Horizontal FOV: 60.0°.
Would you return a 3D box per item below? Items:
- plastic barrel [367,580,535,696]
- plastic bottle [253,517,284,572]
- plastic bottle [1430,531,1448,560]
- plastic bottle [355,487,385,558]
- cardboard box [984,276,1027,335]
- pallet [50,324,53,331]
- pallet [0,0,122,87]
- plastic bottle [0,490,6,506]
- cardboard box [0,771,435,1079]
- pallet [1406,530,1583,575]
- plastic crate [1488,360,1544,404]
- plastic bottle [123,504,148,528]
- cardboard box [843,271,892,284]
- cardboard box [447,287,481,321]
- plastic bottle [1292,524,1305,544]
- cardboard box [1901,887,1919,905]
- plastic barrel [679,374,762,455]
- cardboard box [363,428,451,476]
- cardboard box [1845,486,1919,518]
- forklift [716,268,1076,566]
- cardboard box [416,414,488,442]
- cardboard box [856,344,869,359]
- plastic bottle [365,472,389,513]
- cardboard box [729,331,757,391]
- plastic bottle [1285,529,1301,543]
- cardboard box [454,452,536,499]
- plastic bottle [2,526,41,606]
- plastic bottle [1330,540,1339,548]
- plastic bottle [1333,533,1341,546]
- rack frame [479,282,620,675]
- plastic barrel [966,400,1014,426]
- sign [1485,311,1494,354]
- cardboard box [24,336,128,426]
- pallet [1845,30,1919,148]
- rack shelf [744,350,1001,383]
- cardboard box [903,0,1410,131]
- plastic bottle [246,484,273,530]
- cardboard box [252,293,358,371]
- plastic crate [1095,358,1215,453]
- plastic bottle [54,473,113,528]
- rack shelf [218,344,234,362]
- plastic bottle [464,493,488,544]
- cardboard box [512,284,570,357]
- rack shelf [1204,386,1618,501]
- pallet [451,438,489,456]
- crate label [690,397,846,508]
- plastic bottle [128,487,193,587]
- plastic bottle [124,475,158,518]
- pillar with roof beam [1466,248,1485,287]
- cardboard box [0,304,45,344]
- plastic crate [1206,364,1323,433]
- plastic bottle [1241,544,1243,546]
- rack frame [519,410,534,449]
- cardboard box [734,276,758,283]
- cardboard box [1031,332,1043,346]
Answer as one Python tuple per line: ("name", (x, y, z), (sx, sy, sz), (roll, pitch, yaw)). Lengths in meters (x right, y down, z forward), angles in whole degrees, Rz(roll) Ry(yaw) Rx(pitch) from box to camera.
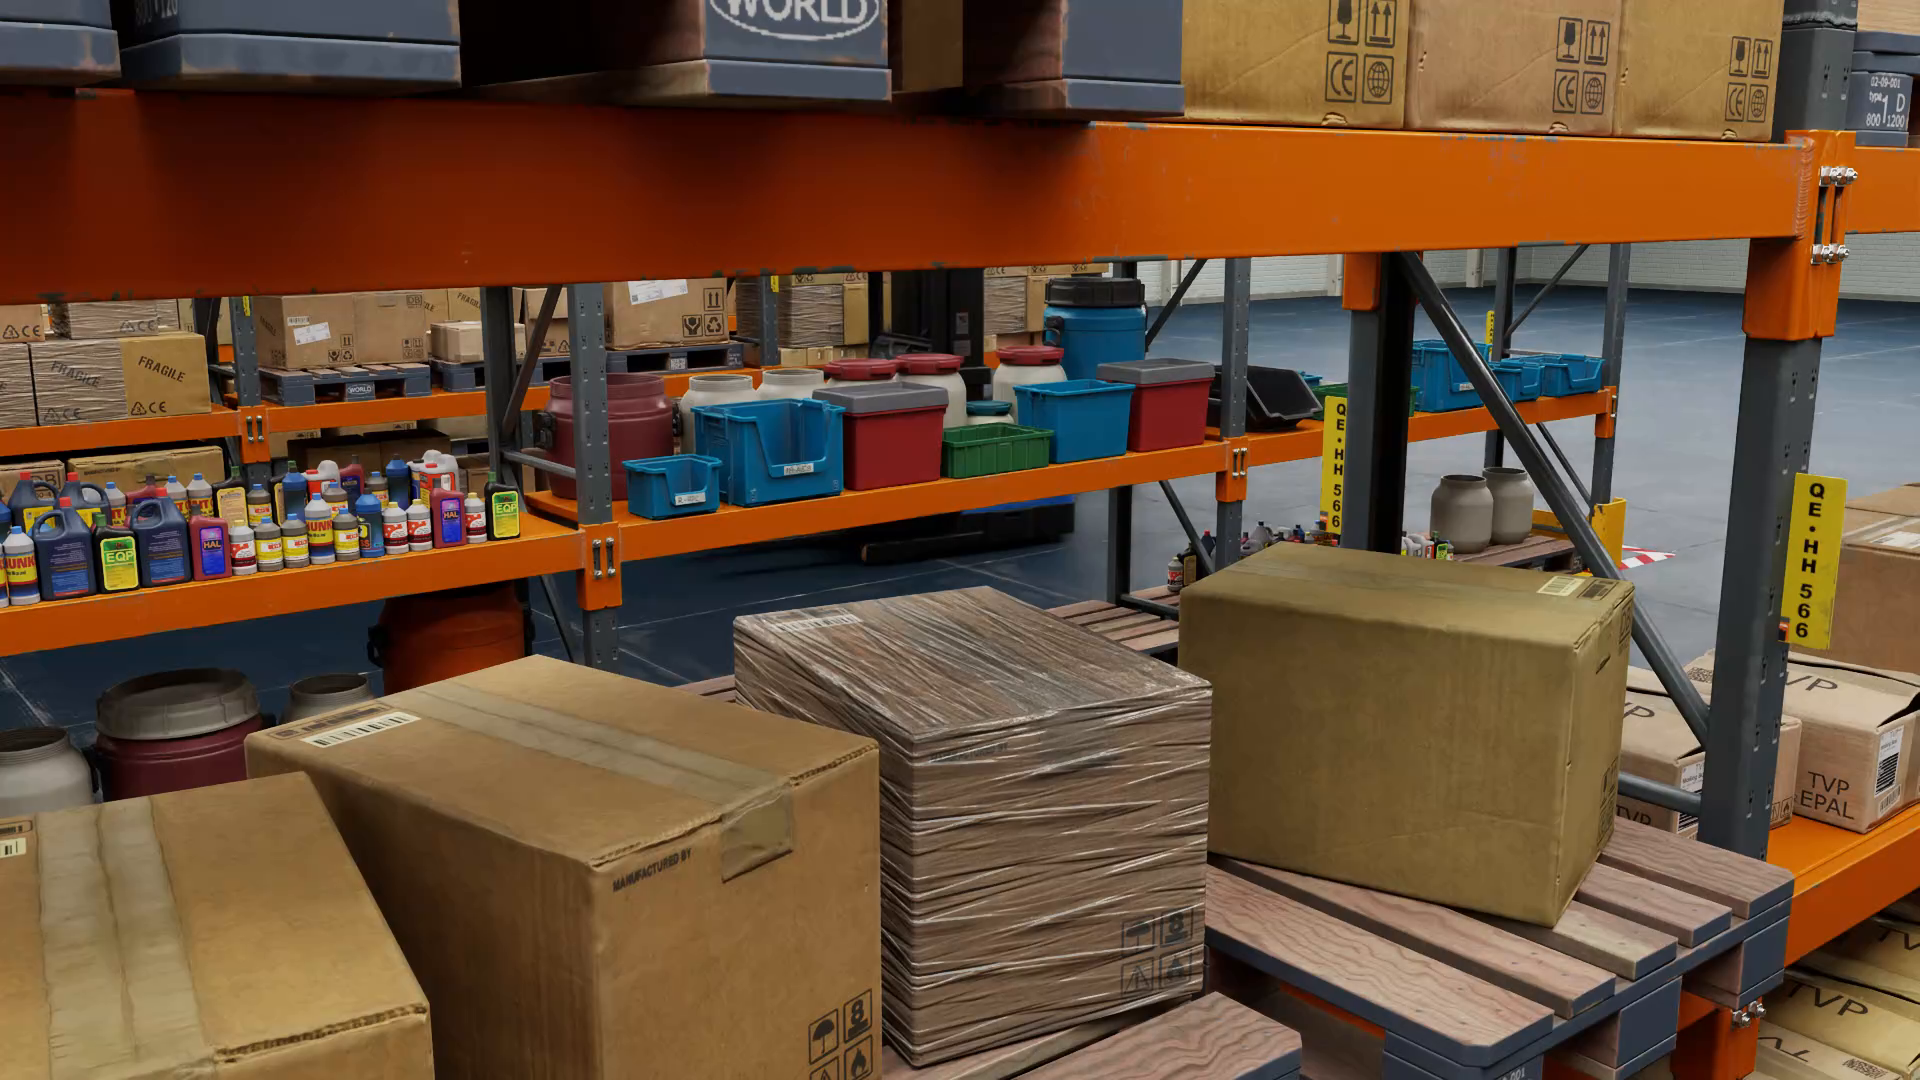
("plastic barrel", (-2.214, 0.600, 7.296), (0.708, 0.830, 0.600), (-9, 15, -38))
("plastic bottle", (-2.630, 0.014, 6.320), (0.097, 0.201, 0.097), (0, 12, 0))
("plastic bottle", (3.164, 0.080, 11.009), (0.133, 0.283, 0.061), (-9, 15, -36))
("plastic bottle", (-2.326, -0.071, 6.550), (0.097, 0.271, 0.097), (0, 12, 0))
("cardboard box", (0.131, -2.149, 15.072), (0.500, 0.500, 0.875), (-9, 15, -38))
("pallet", (-8.446, -1.740, 14.563), (1.003, 0.211, 1.213), (-9, 15, -38))
("pallet", (-1.321, -0.448, 1.249), (1.003, 0.211, 1.213), (-9, 15, -38))
("plastic bottle", (-3.743, -0.048, 6.414), (0.133, 0.283, 0.061), (-9, 15, -38))
("cardboard box", (-0.867, 0.621, 1.730), (0.500, 0.500, 0.700), (-7, 14, -29))
("pallet", (3.737, 0.125, 12.030), (1.213, 0.211, 1.003), (-9, 15, -38))
("plastic crate", (3.690, -1.091, 11.404), (0.408, 0.251, 0.499), (-9, 15, -38))
("plastic bottle", (-3.019, 0.005, 6.164), (0.133, 0.283, 0.061), (-9, 15, -38))
("cardboard box", (-0.914, -2.411, 13.896), (0.500, 0.500, 0.500), (-9, 15, -38))
("cardboard box", (-5.073, -2.400, 16.971), (0.500, 0.500, 0.500), (-10, 15, -38))
("plastic bottle", (2.290, 0.027, 11.289), (0.097, 0.271, 0.097), (0, 12, 0))
("cardboard box", (3.047, 1.124, 4.872), (0.500, 0.311, 0.500), (-10, 15, -38))
("plastic barrel", (-1.173, -0.545, 8.207), (0.421, 0.512, 0.421), (0, 12, 0))
("cardboard box", (-4.024, -0.648, 12.110), (0.500, 0.250, 0.500), (-7, 14, -31))
("cardboard box", (2.960, 0.144, 4.990), (0.500, 0.500, 0.500), (-9, 15, -38))
("forklift", (-0.634, -1.370, 12.522), (3.031, 2.935, 1.130), (-6, 14, -28))
("cardboard box", (-5.261, -1.472, 17.246), (0.750, 0.750, 1.050), (-10, 15, -38))
("cardboard box", (-0.887, -1.602, 14.059), (0.250, 0.149, 0.380), (-9, 15, -38))
("plastic bottle", (-2.566, -0.198, 7.320), (0.097, 0.201, 0.097), (0, 12, 0))
("cardboard box", (-2.883, -1.934, 19.122), (0.875, 0.875, 0.875), (-10, 15, -39))
("plastic bottle", (2.202, 0.071, 11.051), (0.133, 0.283, 0.061), (-9, 15, -38))
("cardboard box", (-3.562, -0.357, 12.549), (0.500, 0.500, 0.700), (-8, 14, -33))
("plastic bottle", (-3.279, 0.088, 5.804), (0.097, 0.271, 0.097), (0, 12, 0))
("plastic bottle", (2.318, 0.177, 10.392), (0.185, 0.351, 0.144), (-10, 16, -40))
("plastic bottle", (2.606, -0.036, 11.557), (0.133, 0.283, 0.061), (-9, 15, -37))
("rack frame", (-1.843, -0.323, 7.427), (0.127, 3.000, 1.000), (-9, 15, -38))
("plastic barrel", (0.152, -0.627, 9.194), (0.301, 0.262, 0.301), (0, 12, 0))
("sign", (4.064, -1.586, 12.709), (0.005, 0.325, 0.100), (-9, 15, -38))
("cardboard box", (-5.560, -1.007, 10.408), (0.500, 0.500, 0.500), (-10, 15, -38))
("pallet", (1.723, -0.996, 3.832), (1.003, 0.211, 1.213), (-9, 15, -35))
("rack shelf", (-0.252, -1.553, 14.951), (4.000, 0.370, 1.077), (-9, 15, -38))
("cardboard box", (0.125, -0.839, 2.397), (0.500, 0.500, 0.910), (-9, 15, -38))
("plastic bottle", (-2.955, -0.134, 7.015), (0.097, 0.201, 0.097), (0, 12, 0))
("cardboard box", (-4.540, -1.457, 11.516), (0.500, 0.500, 0.500), (11, 16, 43))
("plastic crate", (1.094, -0.760, 9.335), (0.583, 0.464, 0.402), (-9, 15, -38))
("plastic bottle", (-3.392, -0.088, 6.438), (0.185, 0.351, 0.144), (-9, 15, -38))
("rack shelf", (-6.395, -1.851, 16.357), (4.000, 0.370, 1.077), (-9, 15, -38))
("plastic bottle", (-1.993, -0.092, 6.818), (0.097, 0.201, 0.097), (0, 12, 0))
("cardboard box", (-3.109, -1.661, 12.470), (0.637, 0.503, 0.797), (-8, 14, -32))
("rack shelf", (2.843, -0.749, 11.168), (4.000, 0.370, 1.077), (-9, 15, -38))
("pallet", (-5.388, -0.986, 17.265), (1.213, 0.211, 1.003), (-9, 15, -38))
("crate label", (-0.898, -0.425, 7.823), (0.616, 0.435, 0.502), (-9, 15, -38))
("plastic bottle", (-2.935, -0.015, 6.095), (0.185, 0.351, 0.144), (-9, 15, -38))
("plastic bottle", (-3.313, -0.119, 6.750), (0.133, 0.283, 0.061), (-9, 15, -38))
("pillar with roof beam", (17.024, -10.761, 42.141), (0.548, 9.000, 9.100), (-9, 15, -38))
("cardboard box", (-6.028, -1.489, 10.265), (0.637, 0.503, 0.797), (-9, 15, -36))
("plastic crate", (1.769, -0.859, 10.100), (0.504, 0.338, 0.767), (-9, 15, -38))
("plastic bottle", (1.754, 0.084, 10.831), (0.185, 0.351, 0.144), (-10, 16, -40))
("rack frame", (-4.833, -2.463, 17.504), (0.127, 3.000, 1.000), (-9, 15, -38))
("cardboard box", (-1.634, -2.432, 13.994), (0.500, 0.500, 0.500), (-9, 15, -38))
("cardboard box", (0.653, -1.868, 15.307), (0.250, 0.149, 0.380), (-9, 15, -38))
